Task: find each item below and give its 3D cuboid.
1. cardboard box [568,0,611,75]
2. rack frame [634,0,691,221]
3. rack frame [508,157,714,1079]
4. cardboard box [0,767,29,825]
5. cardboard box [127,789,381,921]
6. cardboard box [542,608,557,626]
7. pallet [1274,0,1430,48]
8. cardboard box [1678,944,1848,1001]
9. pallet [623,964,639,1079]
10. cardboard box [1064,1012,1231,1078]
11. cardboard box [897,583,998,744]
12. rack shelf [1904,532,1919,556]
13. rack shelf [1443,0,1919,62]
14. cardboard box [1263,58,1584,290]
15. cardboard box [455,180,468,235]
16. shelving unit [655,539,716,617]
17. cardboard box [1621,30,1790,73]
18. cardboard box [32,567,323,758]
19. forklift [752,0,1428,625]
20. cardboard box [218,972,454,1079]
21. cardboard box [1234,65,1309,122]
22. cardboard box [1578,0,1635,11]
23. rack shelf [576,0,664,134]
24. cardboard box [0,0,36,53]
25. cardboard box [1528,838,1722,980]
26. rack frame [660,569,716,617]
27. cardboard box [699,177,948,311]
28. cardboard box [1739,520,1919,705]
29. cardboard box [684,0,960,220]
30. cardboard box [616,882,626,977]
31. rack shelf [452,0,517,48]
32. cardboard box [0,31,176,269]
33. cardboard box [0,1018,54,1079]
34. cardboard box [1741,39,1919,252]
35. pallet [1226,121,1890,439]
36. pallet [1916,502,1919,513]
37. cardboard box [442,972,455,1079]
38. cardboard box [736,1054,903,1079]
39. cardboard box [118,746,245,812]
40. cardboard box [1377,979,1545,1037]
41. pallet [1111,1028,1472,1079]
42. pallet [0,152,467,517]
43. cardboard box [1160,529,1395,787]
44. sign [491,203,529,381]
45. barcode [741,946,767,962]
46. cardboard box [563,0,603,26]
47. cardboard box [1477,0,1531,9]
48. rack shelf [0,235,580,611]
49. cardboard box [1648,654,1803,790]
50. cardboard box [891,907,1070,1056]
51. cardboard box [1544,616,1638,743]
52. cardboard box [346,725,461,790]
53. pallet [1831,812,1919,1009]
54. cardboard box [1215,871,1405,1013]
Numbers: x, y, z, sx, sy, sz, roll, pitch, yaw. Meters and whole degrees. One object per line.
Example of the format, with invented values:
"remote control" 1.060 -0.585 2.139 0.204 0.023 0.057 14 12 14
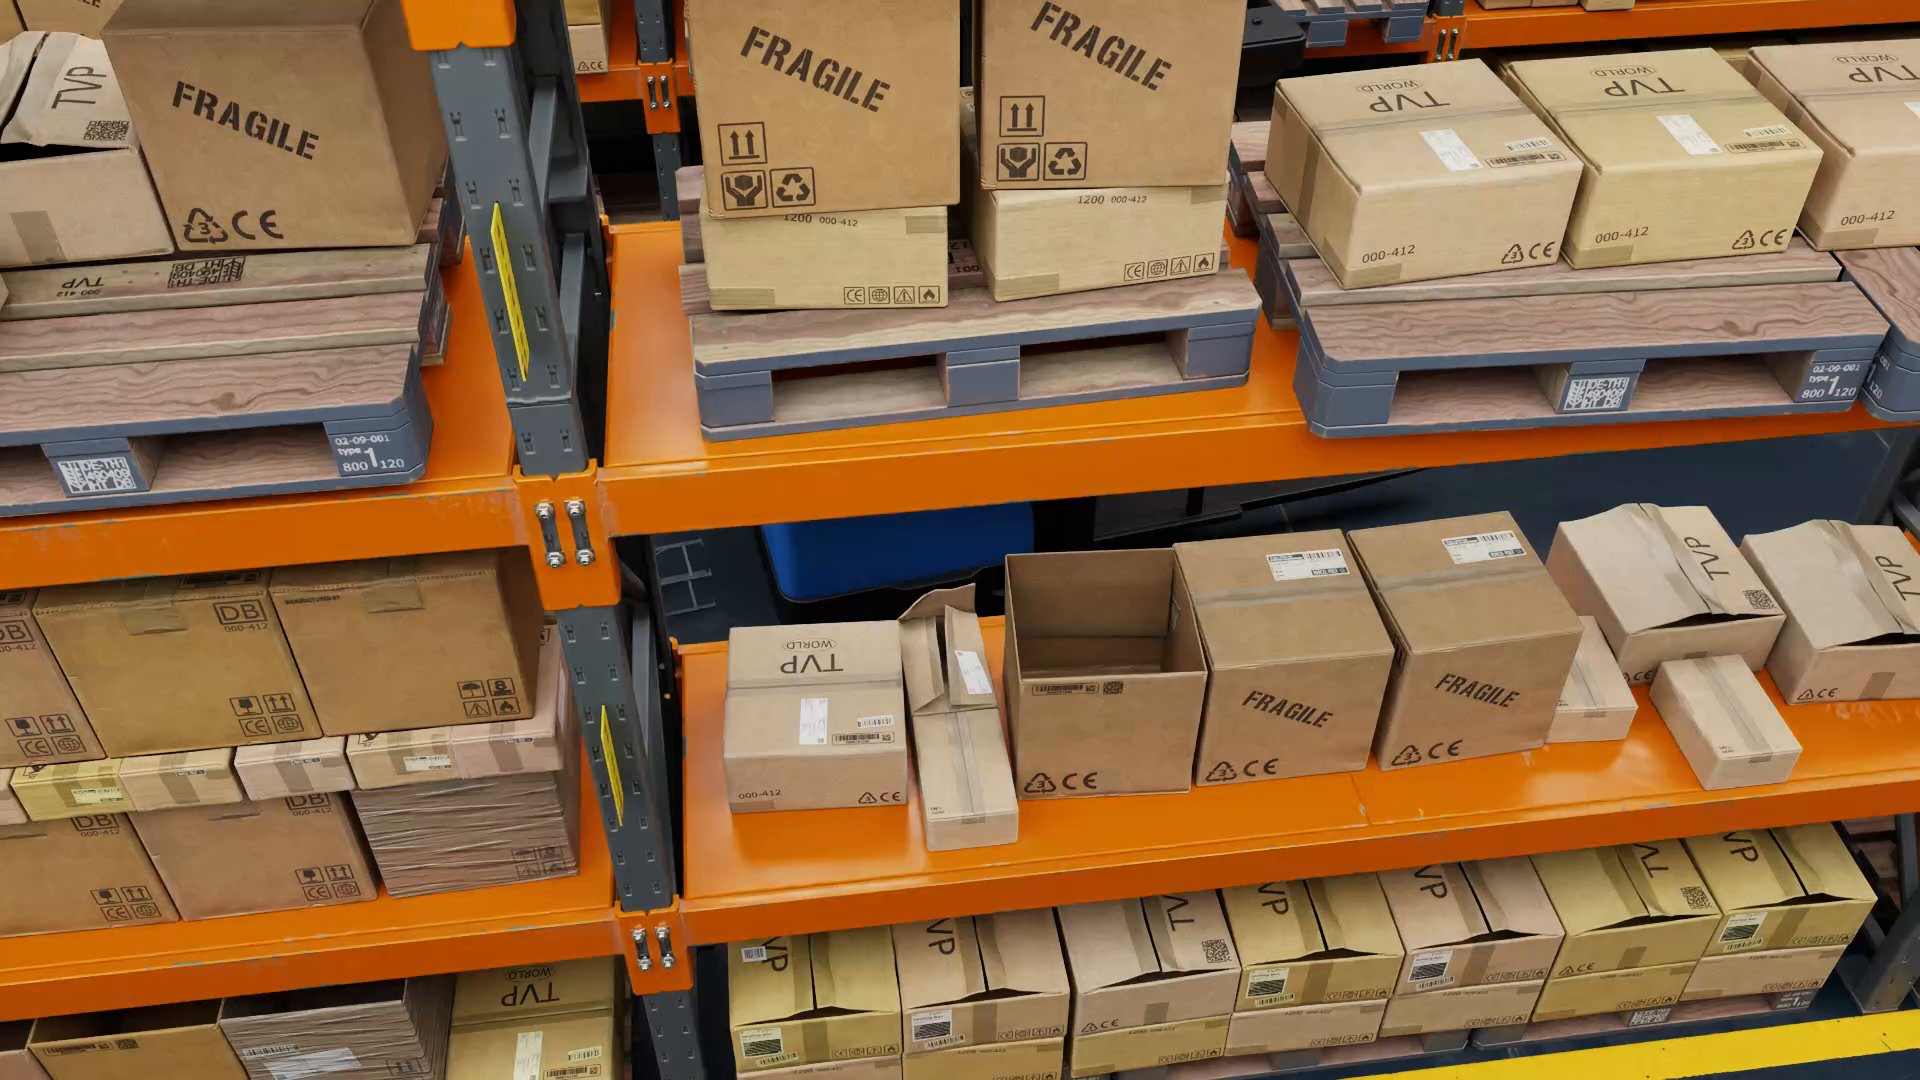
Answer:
"cardboard box" -1.970 -2.481 8.074 0.500 0.250 0.500 -5 42 -5
"rack frame" -1.540 -2.772 8.299 0.127 3.000 1.000 -5 42 -6
"rack frame" -0.894 0.518 4.652 0.127 3.000 1.000 -5 42 -6
"cardboard box" -2.395 0.515 4.096 0.250 0.149 0.380 -4 42 -4
"cardboard box" -1.855 0.573 4.515 0.500 0.500 0.700 -5 42 -6
"cardboard box" -1.186 0.134 4.518 0.250 0.149 0.380 -5 42 -6
"pallet" 1.733 -2.915 8.601 1.003 0.211 1.213 -5 42 -6
"cardboard box" 2.582 1.243 5.587 0.500 0.250 0.500 -4 42 -5
"pallet" -1.688 1.594 5.540 1.213 0.211 1.003 -5 42 -6
"cardboard box" 0.558 1.422 5.389 0.500 0.250 0.500 -6 42 -7
"cardboard box" -0.046 0.369 4.917 0.258 0.266 0.396 -6 42 -7
"rack shelf" 5.055 0.264 5.470 4.000 0.370 1.077 -5 42 -6
"rack shelf" 4.409 -3.026 9.117 4.000 0.370 1.077 -5 42 -6
"cardboard box" 1.010 -0.822 3.696 0.500 0.250 0.500 -8 43 -9
"cardboard box" -2.564 -1.890 8.859 0.500 0.500 0.500 -8 43 -9
"shelving unit" -1.656 0.258 7.034 1.200 0.189 0.258 -12 43 -13
"cardboard box" 4.042 -2.526 9.317 0.750 0.750 0.750 -5 42 -6
"cardboard box" -1.834 0.086 4.087 0.500 0.500 0.700 -5 42 -6
"forklift" 0.600 -1.203 6.611 3.031 2.935 1.130 -11 43 -12
"cardboard box" -1.823 1.325 4.936 0.500 0.500 0.500 -5 42 -6
"cardboard box" 1.719 -2.257 9.266 0.500 0.500 0.700 -4 42 -5
"cardboard box" 3.308 -2.891 8.604 0.250 0.149 0.380 -4 42 -4
"rack shelf" -3.523 -2.331 8.347 4.000 0.370 1.077 -5 42 -6
"cardboard box" -4.503 -2.533 7.571 0.500 0.500 0.500 -5 42 -5
"cardboard box" 2.070 1.086 5.343 0.500 0.311 0.500 -6 42 -6
"rack frame" -1.656 0.326 7.096 1.200 0.006 0.240 -12 43 -13
"cardboard box" -0.282 -0.744 3.609 0.500 0.250 0.500 -1 42 -1
"cardboard box" 2.706 0.206 5.064 0.500 0.311 0.500 -3 42 -3
"cardboard box" -0.277 -1.002 3.336 0.500 0.500 0.500 -5 42 -5
"cardboard box" -1.393 1.222 5.611 0.500 0.250 0.500 -5 42 -6
"rack shelf" 1.089 -1.468 3.210 4.000 0.370 1.077 -5 42 -6
"cardboard box" -1.963 -0.856 3.583 0.500 0.311 0.500 -7 43 -8
"cardboard box" -2.812 1.424 4.826 0.500 0.500 0.500 -5 42 -6
"cardboard box" 2.112 -0.910 3.793 0.500 0.250 0.500 -4 42 -4
"pallet" 1.302 -0.656 3.854 1.213 0.211 1.003 -3 42 -4
"pallet" 3.735 0.136 5.218 1.003 0.211 1.213 -5 42 -6
"cardboard box" -1.823 1.605 5.186 0.500 0.250 0.500 -5 42 -6
"cardboard box" -0.462 1.512 5.288 0.500 0.250 0.500 -6 42 -7
"cardboard box" -1.901 0.474 4.142 0.250 0.149 0.380 -5 42 -6
"cardboard box" 1.572 1.332 5.488 0.500 0.250 0.500 -4 42 -5
"pallet" 1.044 1.355 5.805 1.213 0.211 1.003 -5 42 -6
"pallet" -1.736 -0.472 3.576 1.213 0.211 1.003 -5 42 -6
"cardboard box" 0.889 0.335 4.779 0.500 0.500 0.500 -5 42 -5
"sign" -0.821 -0.449 3.039 0.005 0.325 0.100 -5 42 -6
"barcode" -0.587 1.180 4.738 0.075 0.075 0.001 -5 42 -6
"cardboard box" -1.969 -2.756 7.818 0.500 0.500 0.500 -5 42 -6
"cardboard box" 2.783 -2.908 8.622 0.250 0.149 0.380 -6 42 -6
"rack shelf" -2.877 -0.155 3.695 4.000 0.370 1.077 -5 42 -6
"cardboard box" 2.216 0.525 4.831 0.250 0.149 0.380 -5 42 -6
"cardboard box" 0.045 1.264 5.145 0.500 0.311 0.500 -5 42 -6
"cardboard box" 1.815 0.412 4.957 0.250 0.149 0.380 -2 42 -2
"cardboard box" -1.381 0.426 4.195 0.250 0.149 0.380 -6 42 -6
"pallet" 3.817 1.166 6.015 1.213 0.211 1.003 -5 42 -6
"cardboard box" 1.072 1.170 5.250 0.500 0.311 0.500 -4 42 -4
